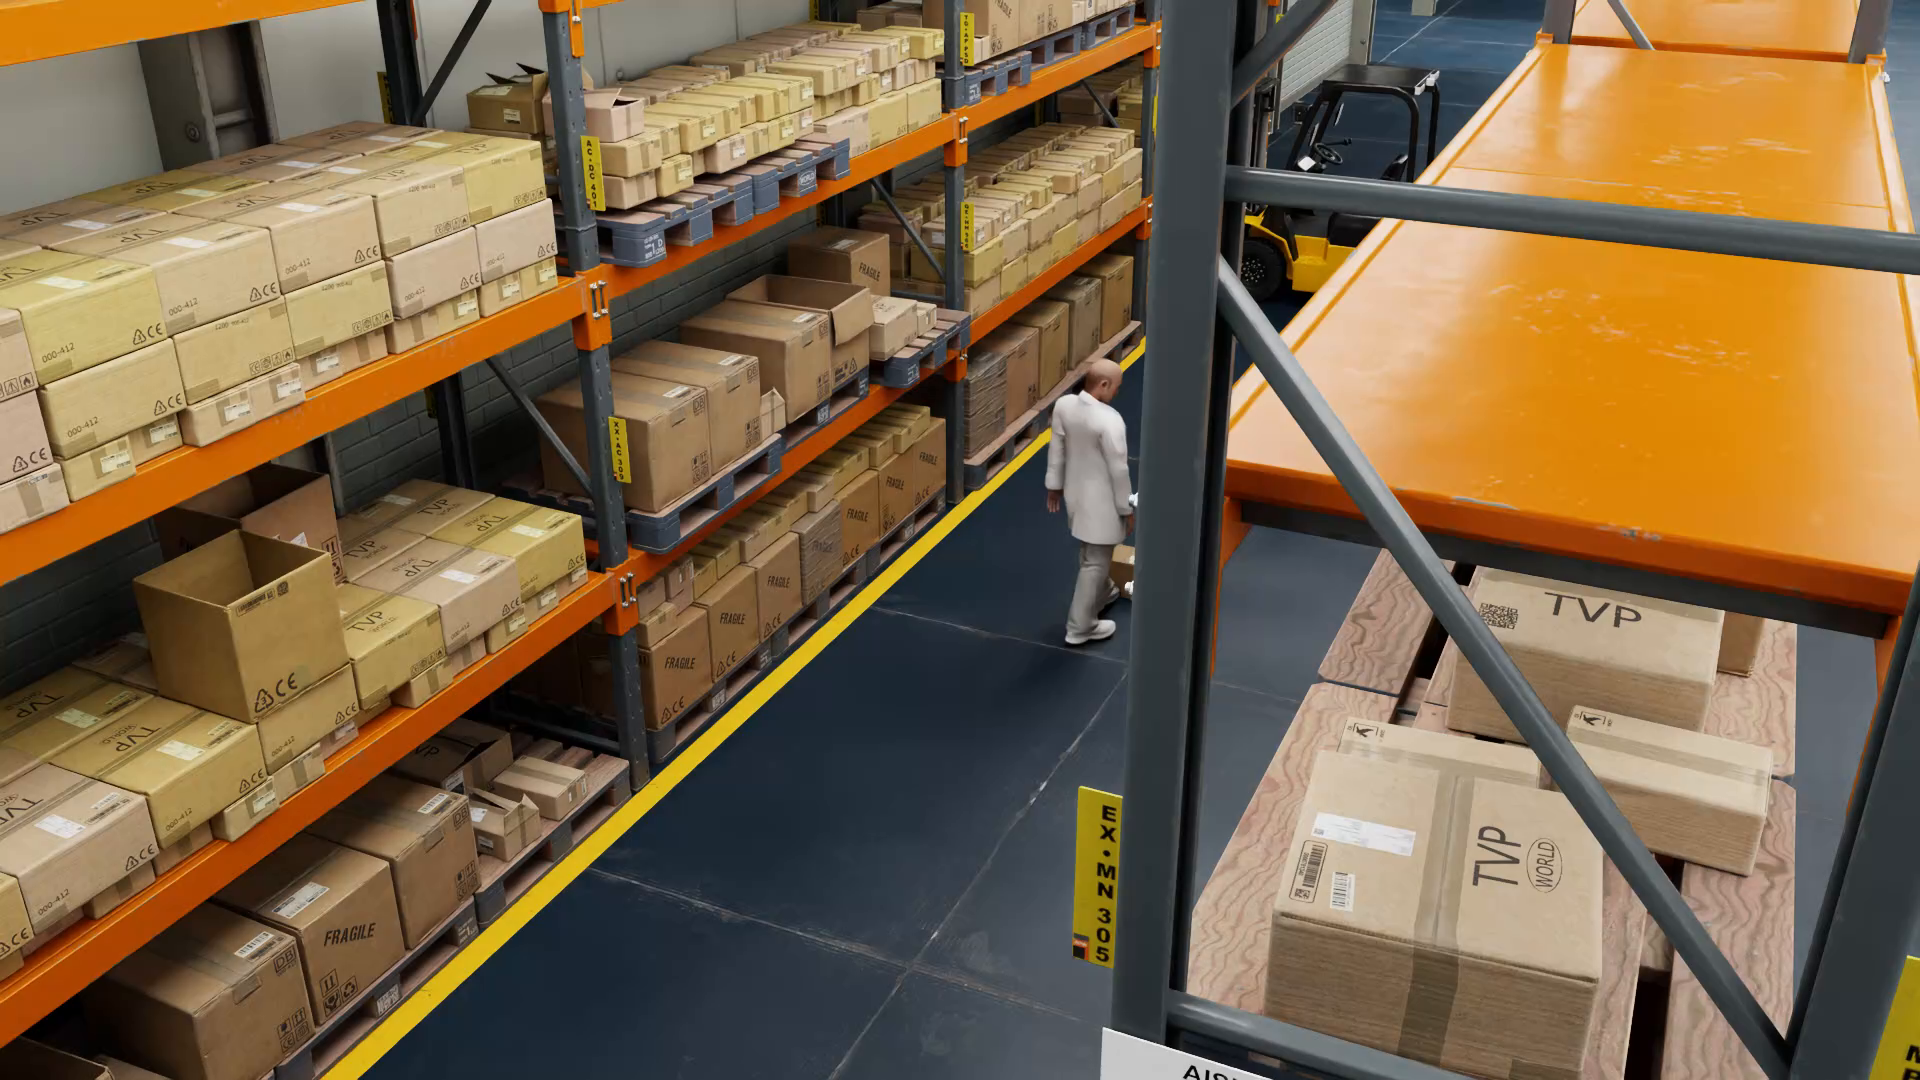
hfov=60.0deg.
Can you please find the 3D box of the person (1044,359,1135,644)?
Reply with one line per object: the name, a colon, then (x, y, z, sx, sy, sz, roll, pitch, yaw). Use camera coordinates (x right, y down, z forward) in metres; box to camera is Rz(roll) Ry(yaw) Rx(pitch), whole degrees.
person: (0.884, -0.269, 9.977, 0.734, 1.759, 0.632, -19, 32, -35)
